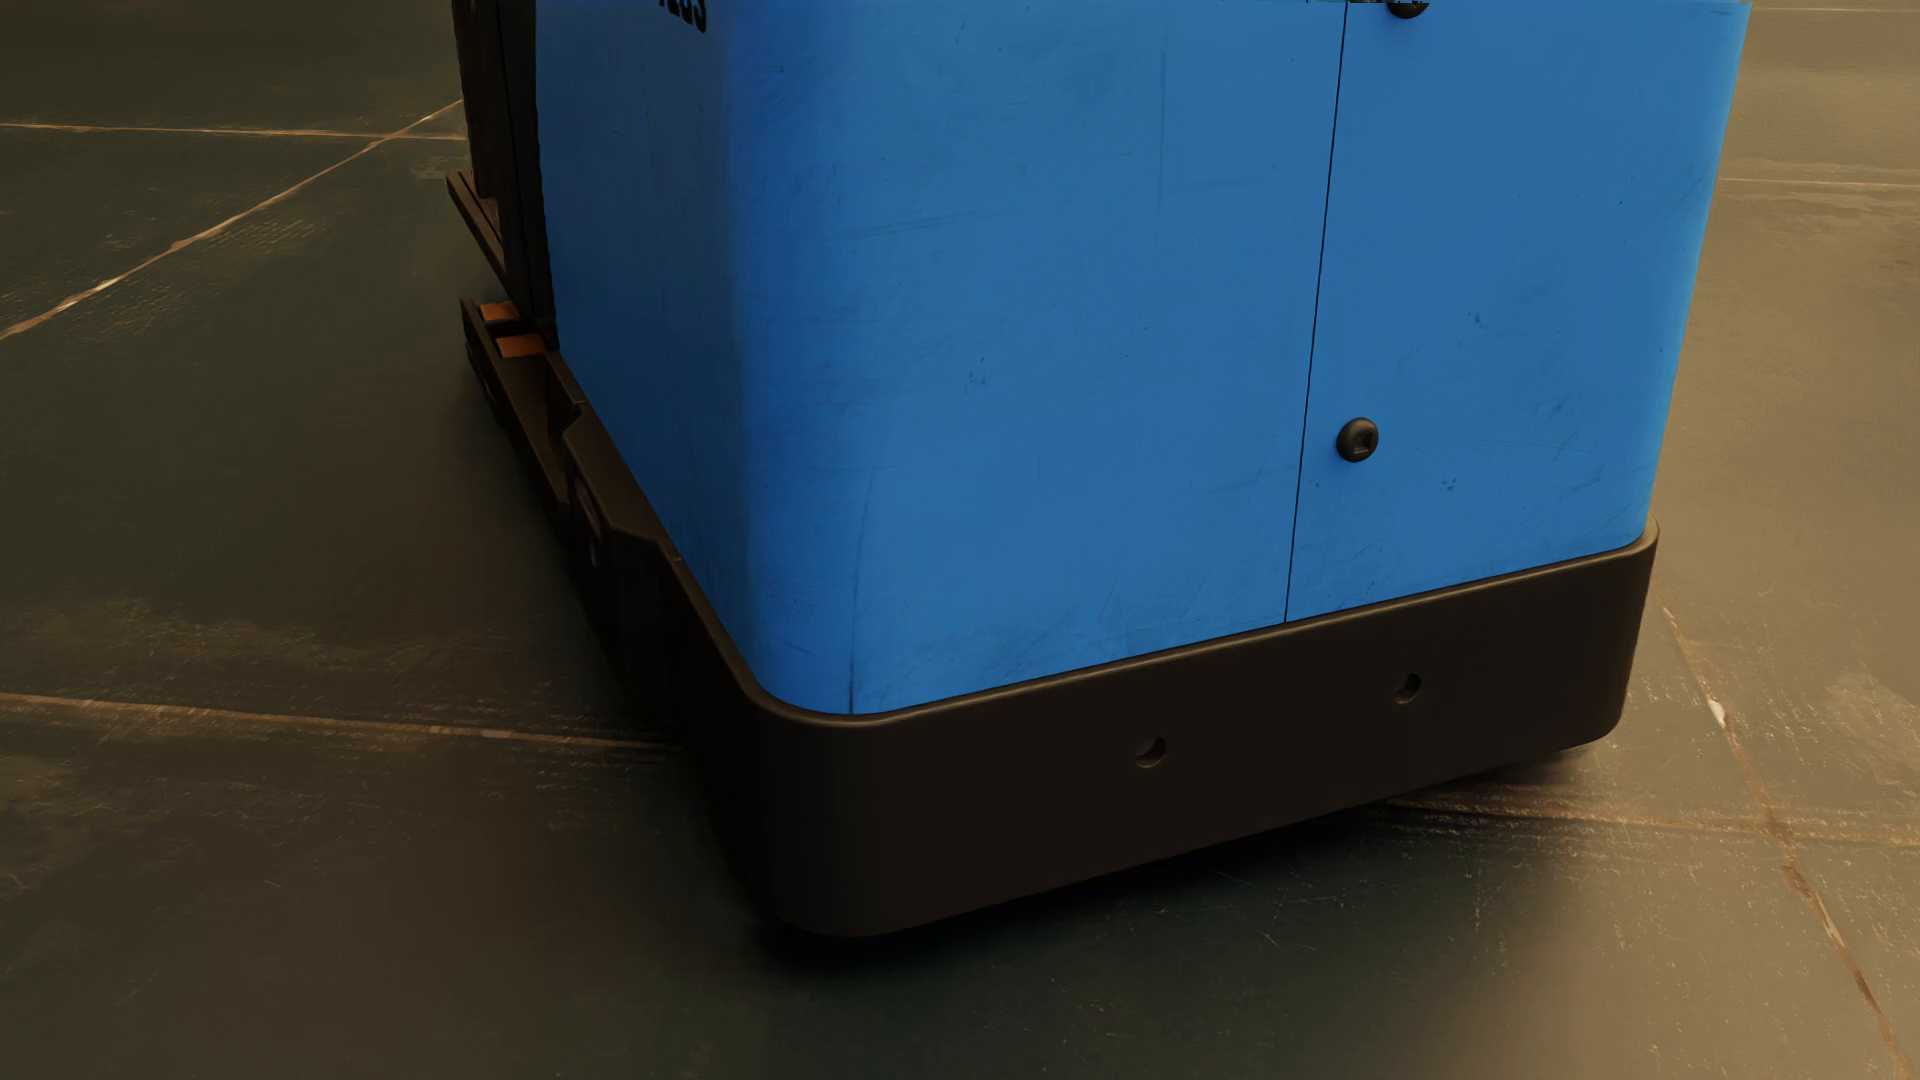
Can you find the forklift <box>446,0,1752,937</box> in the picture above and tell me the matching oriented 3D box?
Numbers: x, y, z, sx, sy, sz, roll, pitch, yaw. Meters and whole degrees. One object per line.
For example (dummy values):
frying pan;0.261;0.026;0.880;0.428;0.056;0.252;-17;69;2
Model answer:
forklift;-0.263;-1.568;2.360;1.130;2.935;3.031;-11;28;-20
